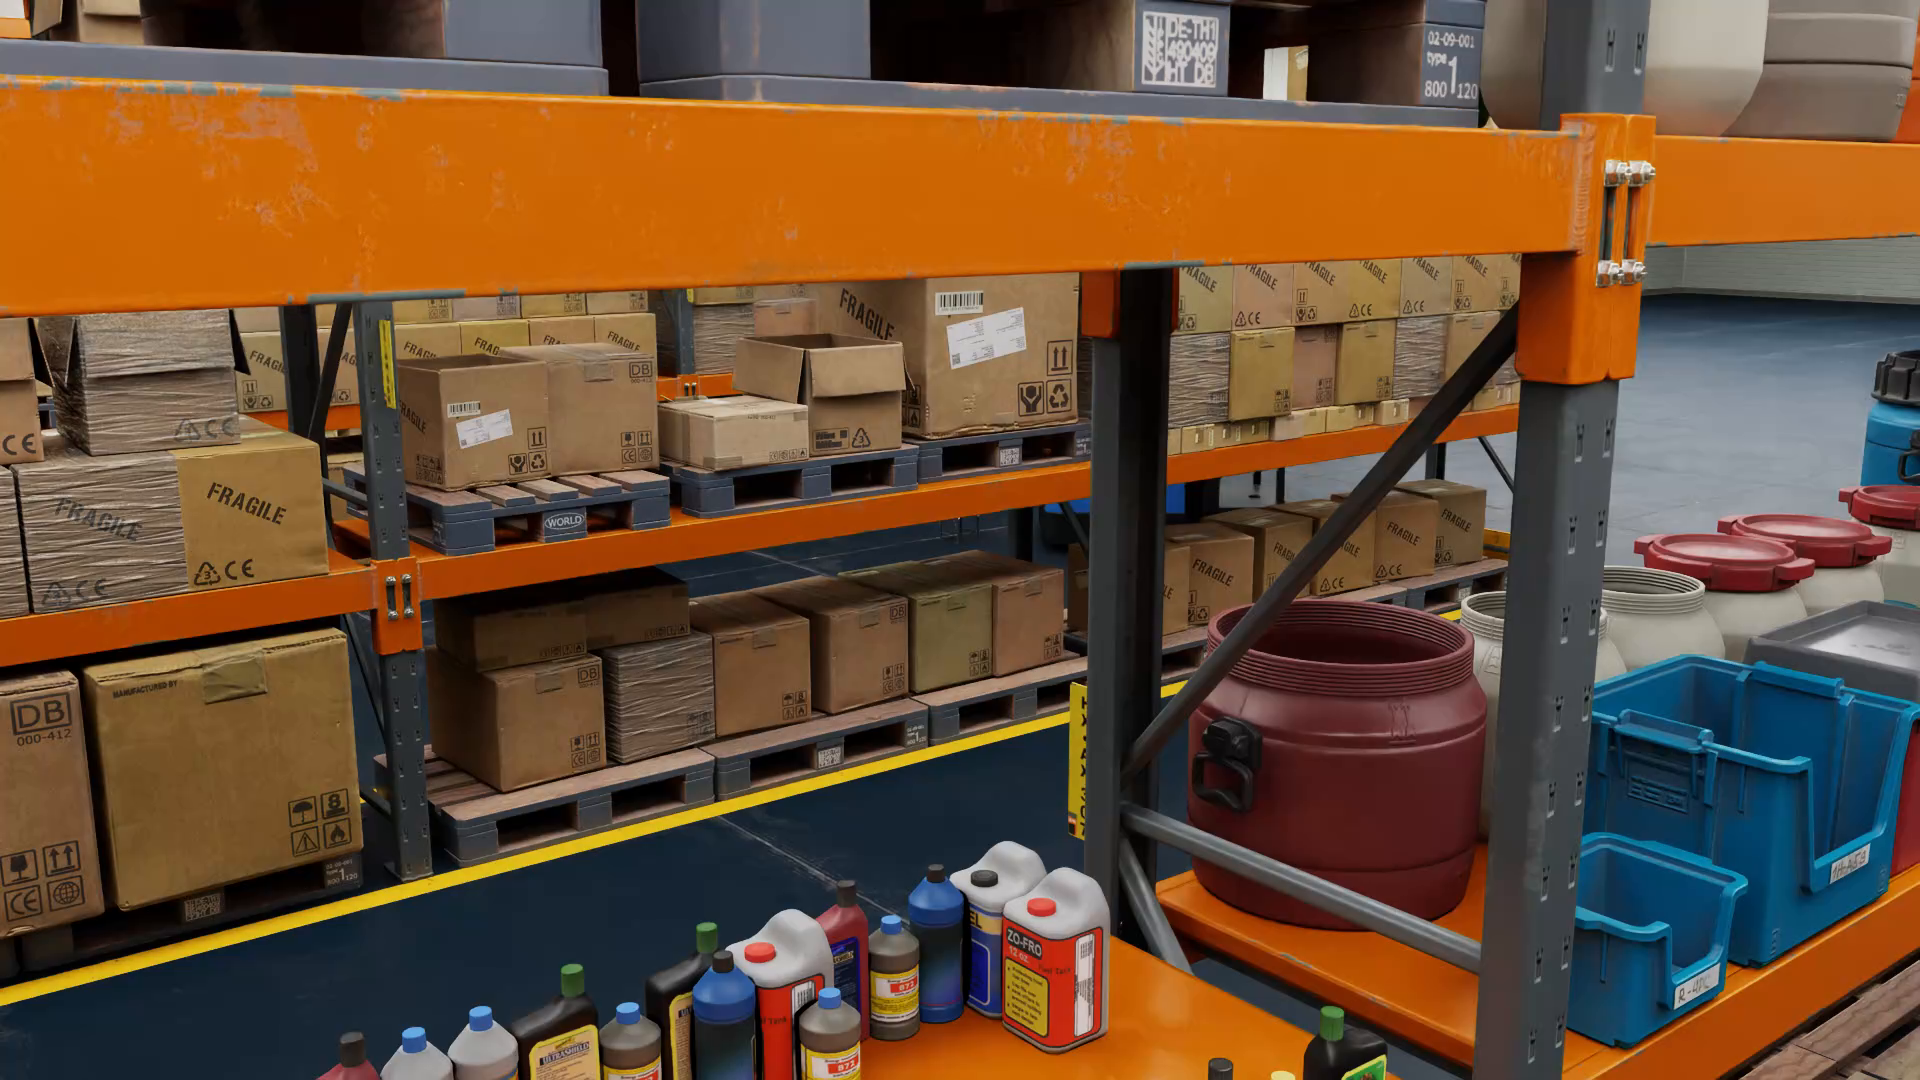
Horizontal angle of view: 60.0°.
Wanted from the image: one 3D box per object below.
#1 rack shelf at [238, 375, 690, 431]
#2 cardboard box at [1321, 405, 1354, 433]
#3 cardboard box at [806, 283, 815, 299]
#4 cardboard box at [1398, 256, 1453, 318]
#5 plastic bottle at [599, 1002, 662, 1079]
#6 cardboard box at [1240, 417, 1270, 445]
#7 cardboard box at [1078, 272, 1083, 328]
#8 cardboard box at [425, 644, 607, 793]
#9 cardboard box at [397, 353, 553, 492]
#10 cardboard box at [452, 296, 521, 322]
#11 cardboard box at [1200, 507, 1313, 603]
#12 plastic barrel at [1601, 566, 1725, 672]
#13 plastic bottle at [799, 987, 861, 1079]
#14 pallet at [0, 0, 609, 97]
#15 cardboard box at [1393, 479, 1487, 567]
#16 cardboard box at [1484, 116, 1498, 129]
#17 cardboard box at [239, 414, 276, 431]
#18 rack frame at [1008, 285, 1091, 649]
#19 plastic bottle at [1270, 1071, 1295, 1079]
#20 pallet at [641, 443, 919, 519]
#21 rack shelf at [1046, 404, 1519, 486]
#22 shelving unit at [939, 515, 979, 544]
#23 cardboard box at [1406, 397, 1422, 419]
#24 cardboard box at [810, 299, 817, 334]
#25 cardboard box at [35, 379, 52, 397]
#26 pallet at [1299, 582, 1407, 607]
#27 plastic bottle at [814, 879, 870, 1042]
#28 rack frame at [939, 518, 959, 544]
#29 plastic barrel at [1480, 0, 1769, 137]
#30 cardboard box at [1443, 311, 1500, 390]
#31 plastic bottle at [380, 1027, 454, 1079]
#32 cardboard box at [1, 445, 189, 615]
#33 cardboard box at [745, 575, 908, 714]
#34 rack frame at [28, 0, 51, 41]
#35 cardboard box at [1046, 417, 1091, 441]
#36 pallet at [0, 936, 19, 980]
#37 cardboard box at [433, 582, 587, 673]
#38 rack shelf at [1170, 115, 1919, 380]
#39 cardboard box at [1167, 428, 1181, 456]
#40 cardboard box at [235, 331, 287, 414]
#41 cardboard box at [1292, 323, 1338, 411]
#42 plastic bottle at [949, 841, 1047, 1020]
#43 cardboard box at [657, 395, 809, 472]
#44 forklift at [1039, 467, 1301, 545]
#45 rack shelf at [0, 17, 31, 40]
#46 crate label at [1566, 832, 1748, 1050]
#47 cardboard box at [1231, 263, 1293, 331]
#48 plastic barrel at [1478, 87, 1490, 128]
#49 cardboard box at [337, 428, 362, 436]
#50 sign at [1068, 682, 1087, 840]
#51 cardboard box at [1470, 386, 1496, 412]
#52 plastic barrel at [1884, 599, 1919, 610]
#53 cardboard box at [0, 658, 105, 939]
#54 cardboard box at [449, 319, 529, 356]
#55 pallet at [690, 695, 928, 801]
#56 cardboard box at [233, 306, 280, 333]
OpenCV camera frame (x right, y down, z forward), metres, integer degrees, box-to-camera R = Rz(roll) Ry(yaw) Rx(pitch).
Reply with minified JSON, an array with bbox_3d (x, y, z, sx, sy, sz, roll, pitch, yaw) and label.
[{"bbox_3d":[-3.946,-0.905,11.901,4.000,0.370,1.077,-9,15,-38],"label":"rack shelf"},{"bbox_3d":[2.154,-0.752,10.053,0.250,0.149,0.380,-9,15,-38],"label":"cardboard box"},{"bbox_3d":[-1.211,-2.298,13.770,0.550,0.550,0.875,-9,15,-38],"label":"cardboard box"},{"bbox_3d":[2.704,-1.660,10.359,0.500,0.500,0.500,-9,15,-38],"label":"cardboard box"},{"bbox_3d":[-0.507,0.812,2.560,0.097,0.201,0.097,0,12,0],"label":"plastic bottle"},{"bbox_3d":[1.561,-0.656,9.603,0.250,0.149,0.380,-9,15,-38],"label":"cardboard box"},{"bbox_3d":[0.814,-1.485,9.538,0.500,0.500,0.500,-9,15,-38],"label":"cardboard box"},{"bbox_3d":[-1.978,0.738,7.393,0.500,0.500,0.700,-10,16,-41],"label":"cardboard box"},{"bbox_3d":[-2.092,-0.511,7.061,0.500,0.500,0.500,11,16,43],"label":"cardboard box"},{"bbox_3d":[-3.564,-1.856,12.002,0.500,0.500,0.700,-9,15,-37],"label":"cardboard box"},{"bbox_3d":[1.850,0.104,10.423,0.500,0.500,0.500,-11,16,-43],"label":"cardboard box"},{"bbox_3d":[1.604,0.346,4.008,0.421,0.512,0.421,0,12,0],"label":"plastic barrel"},{"bbox_3d":[-0.203,0.802,2.607,0.097,0.201,0.097,0,12,0],"label":"plastic bottle"},{"bbox_3d":[-1.083,-0.498,1.483,1.213,0.211,1.003,-9,15,-38],"label":"pallet"},{"bbox_3d":[3.260,-0.122,11.490,0.500,0.500,0.500,-6,14,-27],"label":"cardboard box"},{"bbox_3d":[3.134,-2.616,10.405,0.250,0.149,0.380,-9,15,-37],"label":"cardboard box"},{"bbox_3d":[-3.038,-0.210,6.654,0.500,0.500,0.500,-9,15,-36],"label":"cardboard box"},{"bbox_3d":[0.635,-0.699,9.198,0.127,3.000,1.000,-9,15,-38],"label":"rack frame"},{"bbox_3d":[0.455,0.854,2.362,0.097,0.201,0.097,0,12,0],"label":"plastic bottle"},{"bbox_3d":[-0.968,-0.349,8.015,1.213,0.211,1.003,-9,15,-38],"label":"pallet"},{"bbox_3d":[2.197,-0.606,10.495,4.000,0.370,1.077,-9,15,-38],"label":"rack shelf"},{"bbox_3d":[-0.006,-0.439,13.030,0.210,0.900,0.258,-9,15,-38],"label":"shelving unit"},{"bbox_3d":[2.699,-0.860,10.561,0.250,0.149,0.380,-9,15,-38],"label":"cardboard box"},{"bbox_3d":[-1.194,-1.766,13.861,0.550,0.550,0.875,-9,15,-38],"label":"cardboard box"},{"bbox_3d":[-5.606,-0.941,9.934,0.250,0.149,0.380,-9,15,-37],"label":"cardboard box"},{"bbox_3d":[2.091,0.413,10.675,1.213,0.211,1.003,-9,15,-38],"label":"pallet"},{"bbox_3d":[-0.219,0.720,2.799,0.133,0.283,0.061,-9,15,-38],"label":"plastic bottle"},{"bbox_3d":[-0.086,-0.426,12.968,0.006,0.900,0.240,-9,15,-38],"label":"rack frame"},{"bbox_3d":[1.040,-0.889,2.603,0.421,0.512,0.421,0,12,0],"label":"plastic barrel"},{"bbox_3d":[2.996,-1.261,10.889,0.500,0.500,0.875,-9,15,-38],"label":"cardboard box"},{"bbox_3d":[-0.763,0.821,2.352,0.097,0.271,0.097,0,12,0],"label":"plastic bottle"},{"bbox_3d":[-3.112,-0.061,5.953,0.500,0.500,0.500,-10,15,-38],"label":"cardboard box"},{"bbox_3d":[-0.679,0.516,8.434,0.500,0.500,0.700,-11,16,-42],"label":"cardboard box"},{"bbox_3d":[-5.508,-3.932,9.981,0.127,3.000,1.000,-9,15,-38],"label":"rack frame"},{"bbox_3d":[0.619,-0.652,9.580,0.250,0.149,0.380,-9,15,-38],"label":"cardboard box"},{"bbox_3d":[-4.103,1.432,5.878,1.213,0.211,1.003,-9,15,-38],"label":"pallet"},{"bbox_3d":[-1.984,0.369,7.322,0.500,0.250,0.500,-9,15,-35],"label":"cardboard box"},{"bbox_3d":[2.167,-0.751,3.956,4.000,0.370,1.077,-9,15,-38],"label":"rack shelf"},{"bbox_3d":[0.991,-0.555,9.126,0.250,0.149,0.380,-9,15,-38],"label":"cardboard box"},{"bbox_3d":[-4.594,-1.127,10.975,0.500,0.500,0.500,-10,15,-38],"label":"cardboard box"},{"bbox_3d":[1.765,-1.082,10.046,0.500,0.500,0.875,-9,15,-38],"label":"cardboard box"},{"bbox_3d":[0.066,0.688,2.966,0.135,0.276,0.152,-9,15,-38],"label":"plastic bottle"},{"bbox_3d":[-1.036,-0.492,7.574,0.500,0.250,0.500,-10,16,-39],"label":"cardboard box"},{"bbox_3d":[2.155,-1.438,12.846,3.031,2.935,1.130,0,12,0],"label":"forklift"},{"bbox_3d":[-7.118,-4.434,15.039,4.000,0.370,1.077,-9,15,-38],"label":"rack shelf"},{"bbox_3d":[1.169,0.712,2.959,0.416,0.233,0.303,-9,15,-38],"label":"crate label"},{"bbox_3d":[1.535,-1.465,9.441,0.500,0.500,0.500,-9,15,-38],"label":"cardboard box"},{"bbox_3d":[0.767,-0.808,2.865,0.294,0.245,0.294,0,12,0],"label":"plastic barrel"},{"bbox_3d":[-5.964,-1.158,16.675,0.625,0.372,0.950,-9,15,-37],"label":"cardboard box"},{"bbox_3d":[0.256,0.455,3.370,0.005,0.325,0.100,-9,15,-38],"label":"sign"},{"bbox_3d":[3.306,-0.951,10.993,0.250,0.149,0.380,-9,15,-38],"label":"cardboard box"},{"bbox_3d":[2.600,0.319,4.738,0.301,0.262,0.301,0,12,0],"label":"plastic barrel"},{"bbox_3d":[-3.741,0.855,5.986,0.875,0.875,1.225,-9,15,-37],"label":"cardboard box"},{"bbox_3d":[-3.414,-1.323,11.898,0.500,0.500,0.500,-9,15,-37],"label":"cardboard box"},{"bbox_3d":[-0.925,0.926,8.261,1.213,0.211,1.003,-9,15,-38],"label":"pallet"},{"bbox_3d":[-4.757,-1.658,11.067,0.500,0.500,0.700,-10,15,-38],"label":"cardboard box"}]
